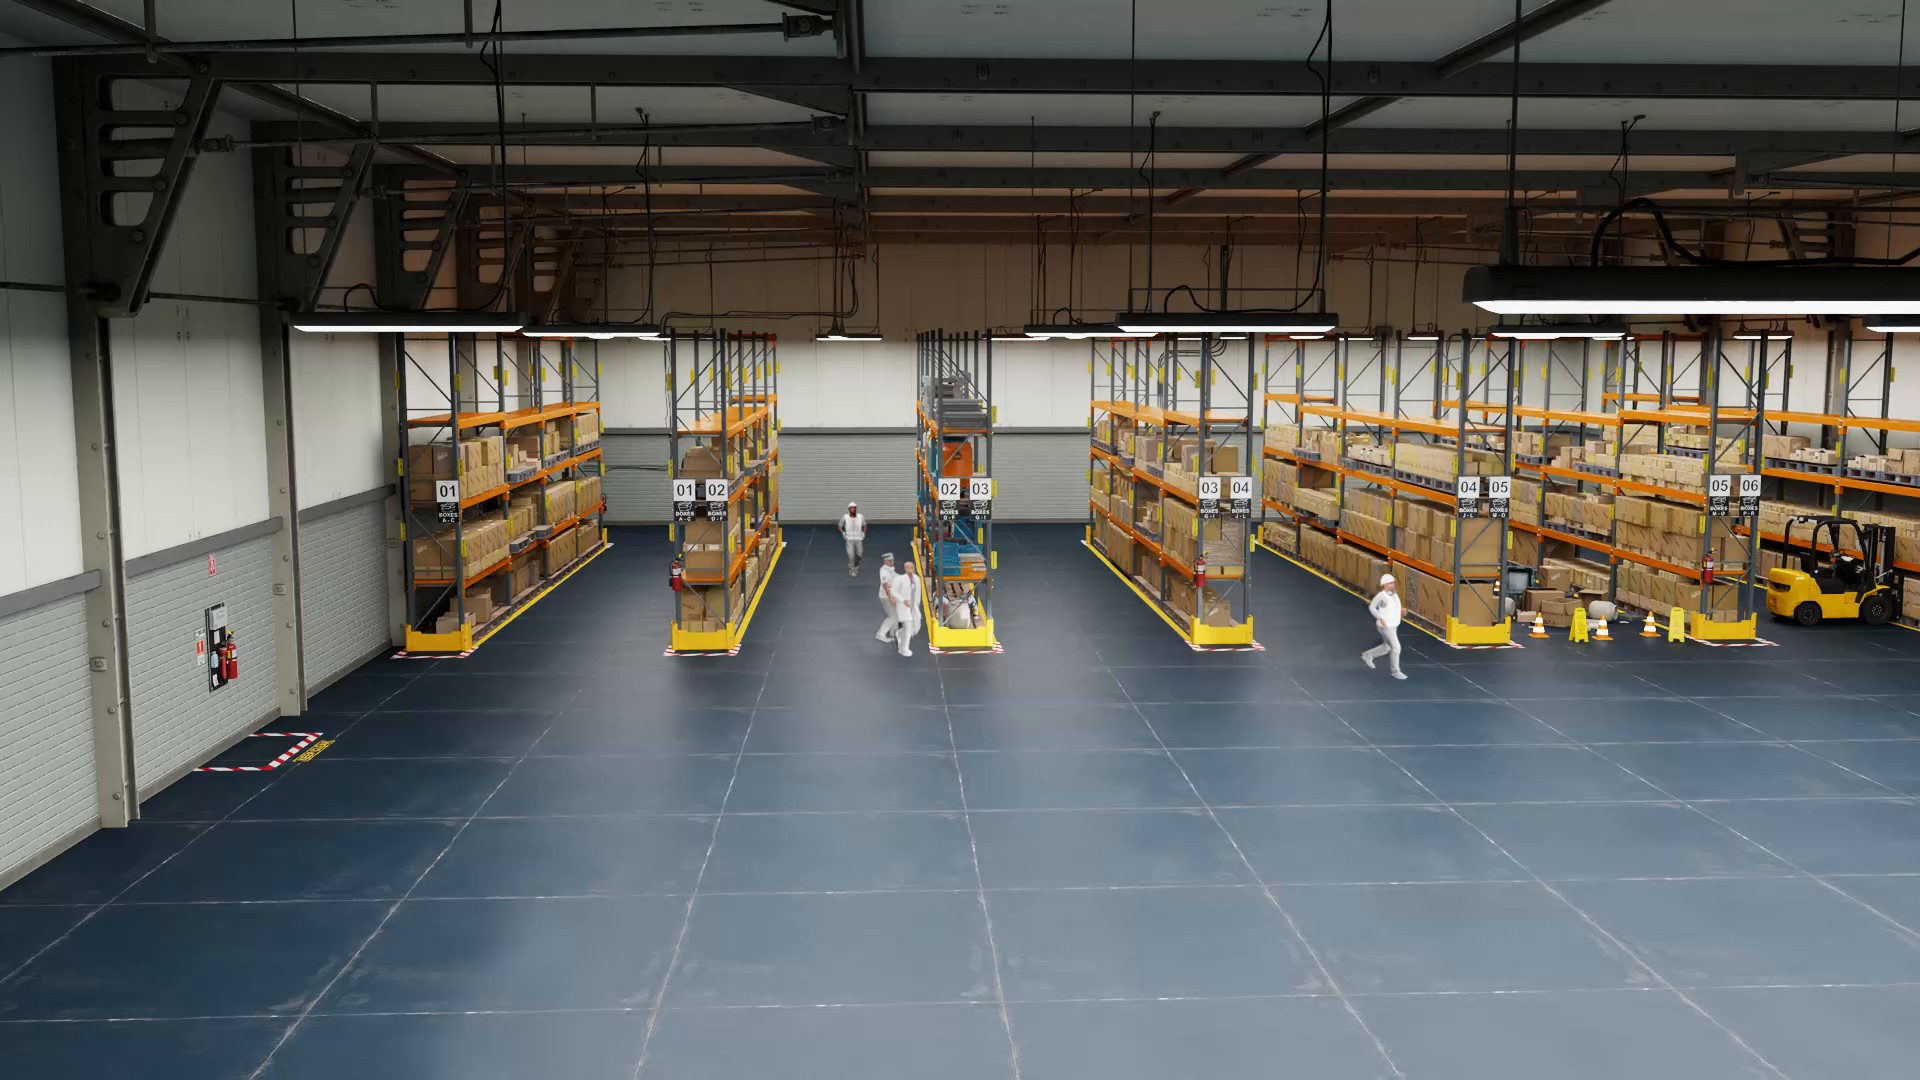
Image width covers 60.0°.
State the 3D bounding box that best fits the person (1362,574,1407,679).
[{"bbox_3d":[7.343,1.475,28.698,0.862,1.781,0.590,6,9,39],"label":"person"}]

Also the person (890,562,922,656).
[{"bbox_3d":[-0.946,1.263,30.725,0.732,1.735,0.597,-6,9,-41],"label":"person"}]

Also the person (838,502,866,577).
[{"bbox_3d":[-2.492,-0.003,38.802,0.679,1.745,0.570,-2,7,-13],"label":"person"}]

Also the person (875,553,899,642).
[{"bbox_3d":[-1.337,1.107,31.988,0.520,1.758,0.600,1,7,12],"label":"person"}]
